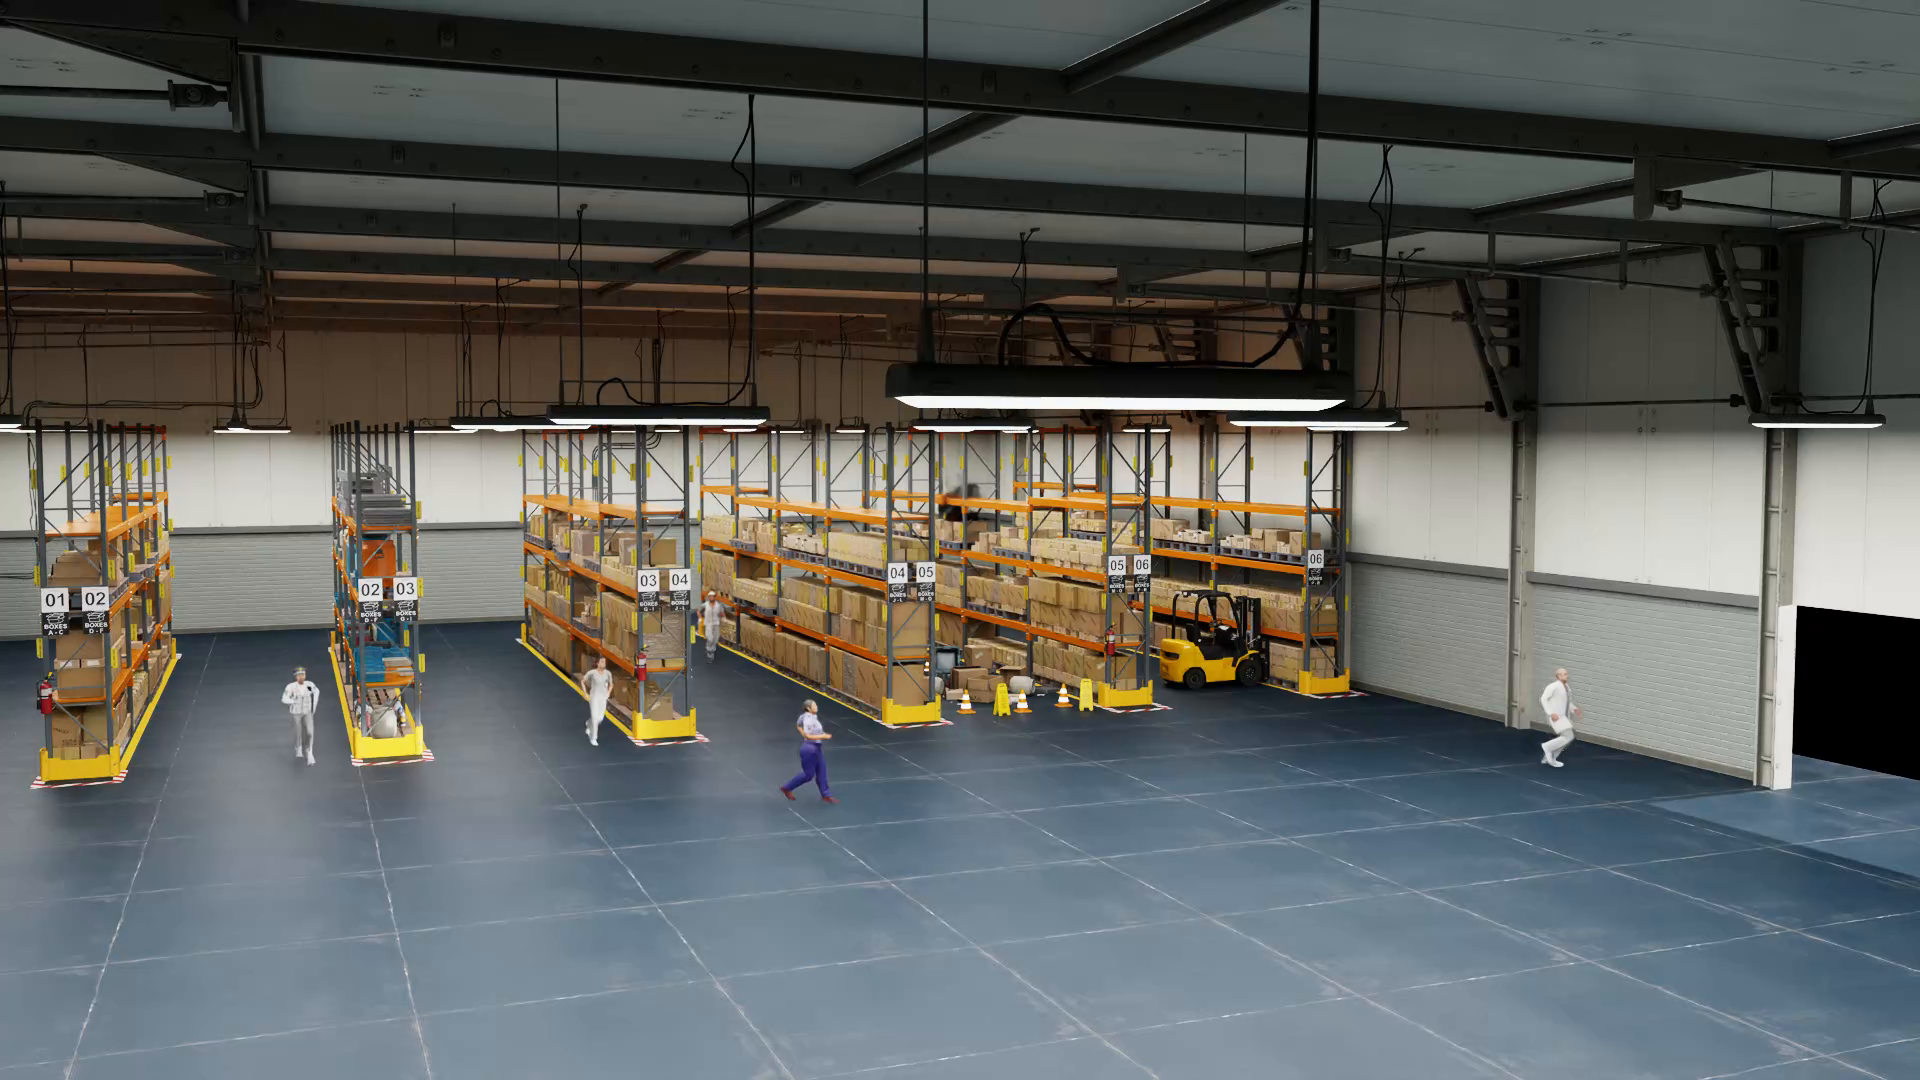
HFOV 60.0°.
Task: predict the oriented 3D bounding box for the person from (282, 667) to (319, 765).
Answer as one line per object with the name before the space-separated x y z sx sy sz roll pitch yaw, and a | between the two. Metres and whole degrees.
person | -11.569 3.068 29.211 0.627 1.722 0.788 -2 4 -26

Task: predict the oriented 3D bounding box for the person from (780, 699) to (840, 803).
person | -2.321 3.279 25.730 0.924 1.647 0.606 0 4 0

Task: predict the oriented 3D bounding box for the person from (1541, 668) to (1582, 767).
person | 10.382 3.071 28.738 0.653 1.715 0.660 4 5 45

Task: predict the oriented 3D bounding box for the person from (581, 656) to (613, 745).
person | -6.793 2.989 31.148 0.603 1.635 0.729 -2 4 -32

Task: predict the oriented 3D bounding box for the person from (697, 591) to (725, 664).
person | -6.269 2.206 41.969 0.647 1.838 0.767 -2 4 -25
